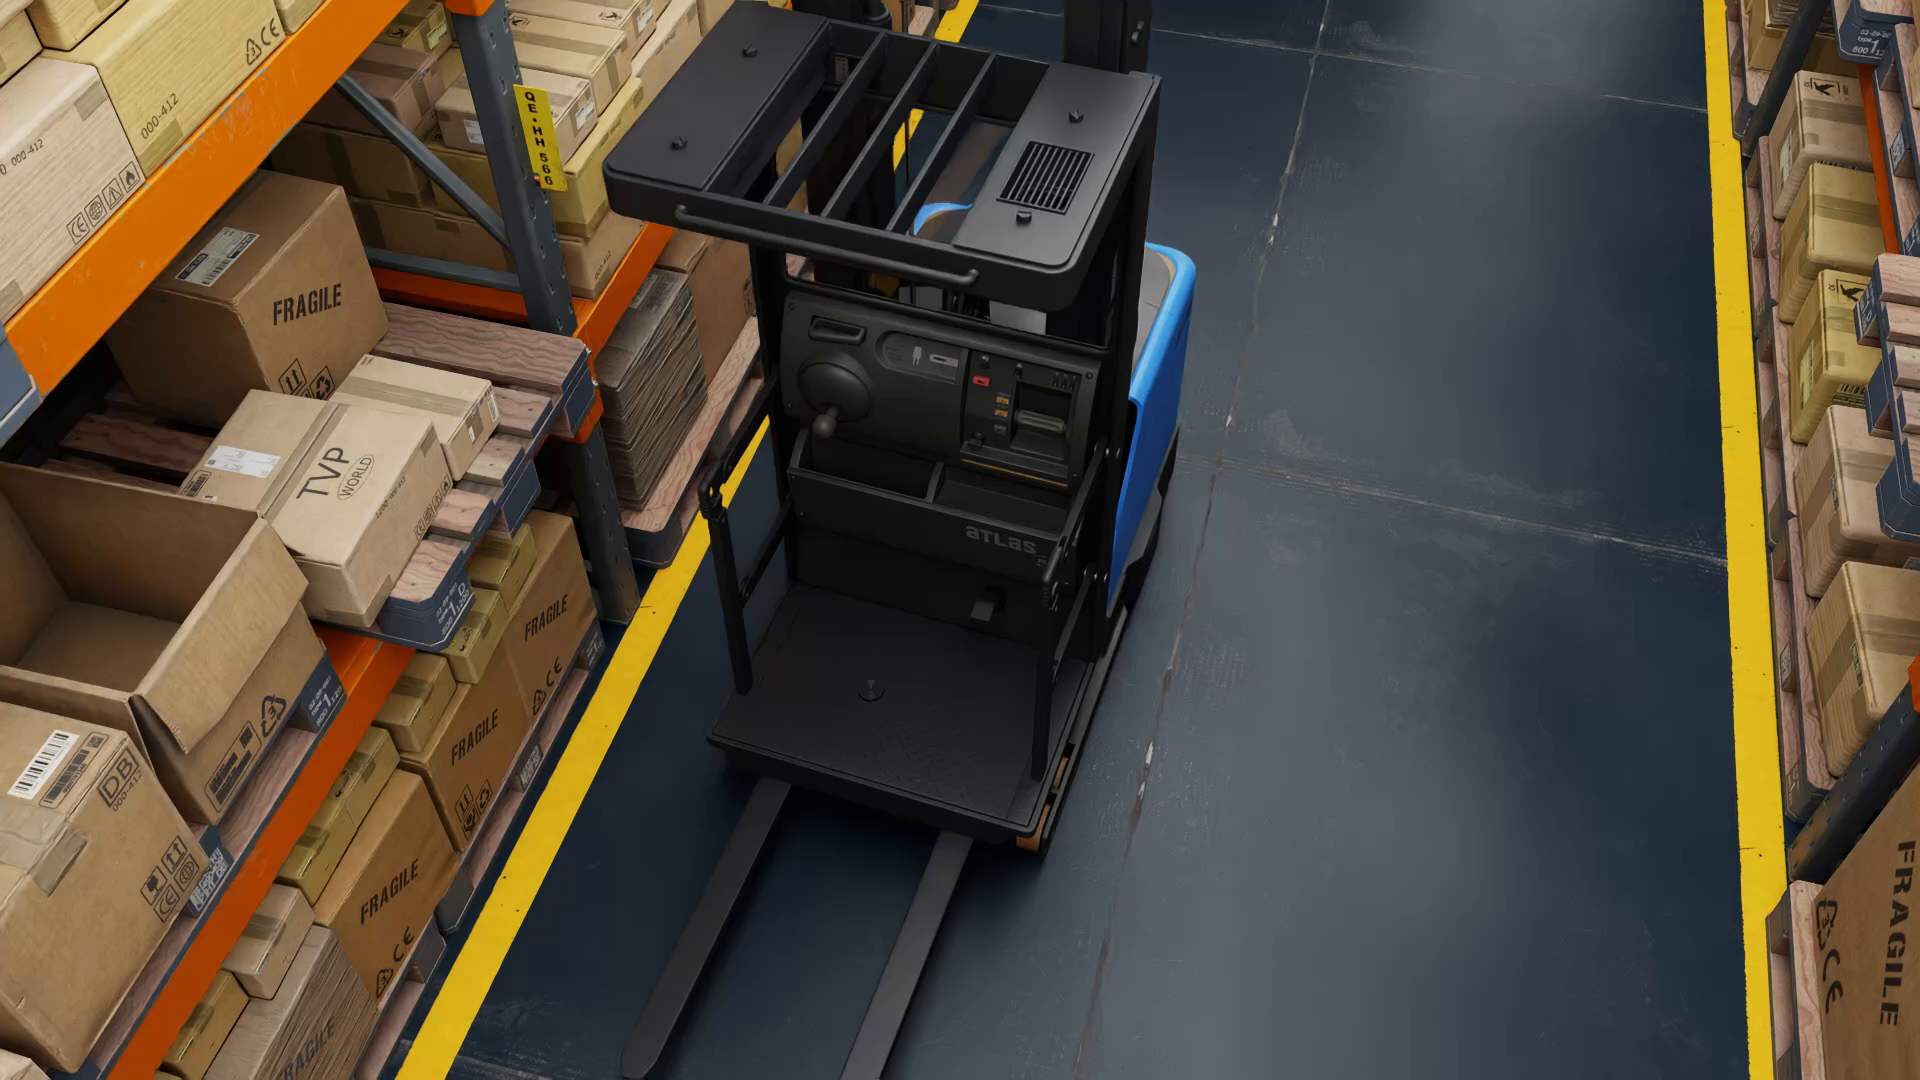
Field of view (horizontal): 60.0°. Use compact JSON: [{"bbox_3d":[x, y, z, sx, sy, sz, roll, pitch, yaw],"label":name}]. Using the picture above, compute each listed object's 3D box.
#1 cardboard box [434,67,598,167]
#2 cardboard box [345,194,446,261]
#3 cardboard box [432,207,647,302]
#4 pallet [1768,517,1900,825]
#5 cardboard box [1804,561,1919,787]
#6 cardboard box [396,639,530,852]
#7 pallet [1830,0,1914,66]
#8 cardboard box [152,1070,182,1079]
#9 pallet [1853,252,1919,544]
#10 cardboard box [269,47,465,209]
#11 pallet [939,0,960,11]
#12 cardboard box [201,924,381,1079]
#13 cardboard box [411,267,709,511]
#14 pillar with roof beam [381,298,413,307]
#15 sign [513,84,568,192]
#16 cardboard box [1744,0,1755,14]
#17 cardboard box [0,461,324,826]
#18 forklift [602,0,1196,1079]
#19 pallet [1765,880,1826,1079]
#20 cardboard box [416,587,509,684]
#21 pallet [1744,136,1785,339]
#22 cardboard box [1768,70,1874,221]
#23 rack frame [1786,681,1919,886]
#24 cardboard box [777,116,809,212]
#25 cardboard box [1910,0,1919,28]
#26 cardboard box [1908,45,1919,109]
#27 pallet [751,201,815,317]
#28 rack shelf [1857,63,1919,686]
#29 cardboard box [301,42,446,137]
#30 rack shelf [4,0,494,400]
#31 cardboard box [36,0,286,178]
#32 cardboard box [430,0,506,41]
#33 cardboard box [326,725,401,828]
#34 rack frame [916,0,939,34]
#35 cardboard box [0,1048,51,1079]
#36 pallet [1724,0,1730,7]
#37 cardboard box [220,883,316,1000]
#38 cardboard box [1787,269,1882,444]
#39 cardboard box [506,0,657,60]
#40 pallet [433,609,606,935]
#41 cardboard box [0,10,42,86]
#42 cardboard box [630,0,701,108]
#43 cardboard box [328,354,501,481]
[{"bbox_3d":[-1.290,-1.244,4.848,0.380,0.149,0.250,13,50,11],"label":"cardboard box"},{"bbox_3d":[-1.787,-1.150,5.364,0.500,0.250,0.500,11,49,9],"label":"cardboard box"},{"bbox_3d":[-1.306,-1.047,5.273,0.500,0.250,0.500,12,50,10],"label":"cardboard box"},{"bbox_3d":[3.339,0.511,5.658,1.003,0.211,1.213,12,50,10],"label":"pallet"},{"bbox_3d":[3.290,0.477,5.301,0.950,0.372,0.625,9,49,7],"label":"cardboard box"},{"bbox_3d":[-1.704,0.573,5.131,0.500,0.500,0.500,11,49,9],"label":"cardboard box"},{"bbox_3d":[3.843,-2.152,6.277,1.003,0.211,1.213,12,50,10],"label":"pallet"},{"bbox_3d":[-2.077,1.379,3.986,0.380,0.149,0.250,13,50,11],"label":"cardboard box"},{"bbox_3d":[3.216,-0.320,4.660,1.213,0.211,1.003,12,50,10],"label":"pallet"},{"bbox_3d":[-1.808,-1.319,5.180,0.500,0.250,0.500,13,50,11],"label":"cardboard box"},{"bbox_3d":[-0.356,-3.361,9.076,1.003,0.211,1.213,12,50,10],"label":"pallet"},{"bbox_3d":[-1.958,1.331,4.462,0.500,0.500,0.500,10,49,9],"label":"cardboard box"},{"bbox_3d":[-1.481,-0.625,6.105,0.875,0.625,0.625,13,50,11],"label":"cardboard box"},{"bbox_3d":[1.969,-3.080,2.966,9.100,9.000,0.400,12,50,10],"label":"pillar with roof beam"},{"bbox_3d":[-1.132,-1.080,4.483,0.100,0.325,0.005,12,50,10],"label":"sign"},{"bbox_3d":[4.211,-2.837,8.307,0.500,0.250,0.500,10,49,9],"label":"cardboard box"},{"bbox_3d":[-1.909,0.220,3.706,0.797,0.503,0.637,11,49,9],"label":"cardboard box"},{"bbox_3d":[-0.139,-0.320,4.578,1.130,2.935,3.031,15,50,13],"label":"forklift"},{"bbox_3d":[2.851,1.631,4.669,1.003,0.211,1.213,12,50,10],"label":"pallet"},{"bbox_3d":[-1.586,0.261,4.974,0.380,0.149,0.250,9,49,8],"label":"cardboard box"},{"bbox_3d":[3.981,-1.254,7.216,1.003,0.211,1.213,12,50,10],"label":"pallet"},{"bbox_3d":[4.049,-1.630,7.160,0.950,0.372,0.625,12,50,11],"label":"cardboard box"},{"bbox_3d":[3.131,0.153,4.114,1.000,3.000,0.127,12,50,10],"label":"rack frame"},{"bbox_3d":[-1.139,-1.586,6.953,0.875,0.625,0.625,10,49,8],"label":"cardboard box"},{"bbox_3d":[3.551,-1.882,5.798,0.380,0.149,0.250,12,50,11],"label":"cardboard box"},{"bbox_3d":[3.364,-1.521,5.479,0.380,0.149,0.250,13,50,11],"label":"cardboard box"},{"bbox_3d":[-1.081,-1.368,7.317,1.003,0.211,1.213,12,50,10],"label":"pallet"},{"bbox_3d":[3.658,-1.055,5.661,1.077,0.370,4.000,12,50,10],"label":"rack shelf"},{"bbox_3d":[-1.768,-1.347,4.938,0.380,0.149,0.250,13,50,11],"label":"cardboard box"},{"bbox_3d":[-2.185,-0.131,2.845,1.077,0.370,4.000,12,50,10],"label":"rack shelf"},{"bbox_3d":[-1.691,-0.984,3.217,0.500,0.250,0.500,12,50,10],"label":"cardboard box"},{"bbox_3d":[-1.680,-1.733,5.280,0.380,0.149,0.250,12,50,10],"label":"cardboard box"},{"bbox_3d":[-1.811,0.624,4.653,0.380,0.149,0.250,13,50,11],"label":"cardboard box"},{"bbox_3d":[-0.605,-3.717,7.530,1.000,3.000,0.127,12,50,10],"label":"rack frame"},{"bbox_3d":[-1.975,1.046,3.136,0.396,0.266,0.258,14,50,12],"label":"cardboard box"},{"bbox_3d":[4.646,-3.195,8.929,1.003,0.211,1.213,12,50,10],"label":"pallet"},{"bbox_3d":[-1.920,1.011,4.312,0.380,0.149,0.250,9,49,8],"label":"cardboard box"},{"bbox_3d":[3.681,-0.606,6.256,0.950,0.372,0.625,13,50,11],"label":"cardboard box"},{"bbox_3d":[-1.178,-1.628,5.187,0.380,0.149,0.250,13,50,11],"label":"cardboard box"},{"bbox_3d":[-1.891,0.632,5.552,1.003,0.211,1.213,12,50,10],"label":"pallet"},{"bbox_3d":[-1.837,-0.867,2.848,0.380,0.149,0.250,12,50,10],"label":"cardboard box"},{"bbox_3d":[-1.173,-1.574,5.405,0.500,0.250,0.500,13,50,11],"label":"cardboard box"},{"bbox_3d":[-1.461,-0.329,4.427,0.380,0.149,0.250,12,50,11],"label":"cardboard box"}]
